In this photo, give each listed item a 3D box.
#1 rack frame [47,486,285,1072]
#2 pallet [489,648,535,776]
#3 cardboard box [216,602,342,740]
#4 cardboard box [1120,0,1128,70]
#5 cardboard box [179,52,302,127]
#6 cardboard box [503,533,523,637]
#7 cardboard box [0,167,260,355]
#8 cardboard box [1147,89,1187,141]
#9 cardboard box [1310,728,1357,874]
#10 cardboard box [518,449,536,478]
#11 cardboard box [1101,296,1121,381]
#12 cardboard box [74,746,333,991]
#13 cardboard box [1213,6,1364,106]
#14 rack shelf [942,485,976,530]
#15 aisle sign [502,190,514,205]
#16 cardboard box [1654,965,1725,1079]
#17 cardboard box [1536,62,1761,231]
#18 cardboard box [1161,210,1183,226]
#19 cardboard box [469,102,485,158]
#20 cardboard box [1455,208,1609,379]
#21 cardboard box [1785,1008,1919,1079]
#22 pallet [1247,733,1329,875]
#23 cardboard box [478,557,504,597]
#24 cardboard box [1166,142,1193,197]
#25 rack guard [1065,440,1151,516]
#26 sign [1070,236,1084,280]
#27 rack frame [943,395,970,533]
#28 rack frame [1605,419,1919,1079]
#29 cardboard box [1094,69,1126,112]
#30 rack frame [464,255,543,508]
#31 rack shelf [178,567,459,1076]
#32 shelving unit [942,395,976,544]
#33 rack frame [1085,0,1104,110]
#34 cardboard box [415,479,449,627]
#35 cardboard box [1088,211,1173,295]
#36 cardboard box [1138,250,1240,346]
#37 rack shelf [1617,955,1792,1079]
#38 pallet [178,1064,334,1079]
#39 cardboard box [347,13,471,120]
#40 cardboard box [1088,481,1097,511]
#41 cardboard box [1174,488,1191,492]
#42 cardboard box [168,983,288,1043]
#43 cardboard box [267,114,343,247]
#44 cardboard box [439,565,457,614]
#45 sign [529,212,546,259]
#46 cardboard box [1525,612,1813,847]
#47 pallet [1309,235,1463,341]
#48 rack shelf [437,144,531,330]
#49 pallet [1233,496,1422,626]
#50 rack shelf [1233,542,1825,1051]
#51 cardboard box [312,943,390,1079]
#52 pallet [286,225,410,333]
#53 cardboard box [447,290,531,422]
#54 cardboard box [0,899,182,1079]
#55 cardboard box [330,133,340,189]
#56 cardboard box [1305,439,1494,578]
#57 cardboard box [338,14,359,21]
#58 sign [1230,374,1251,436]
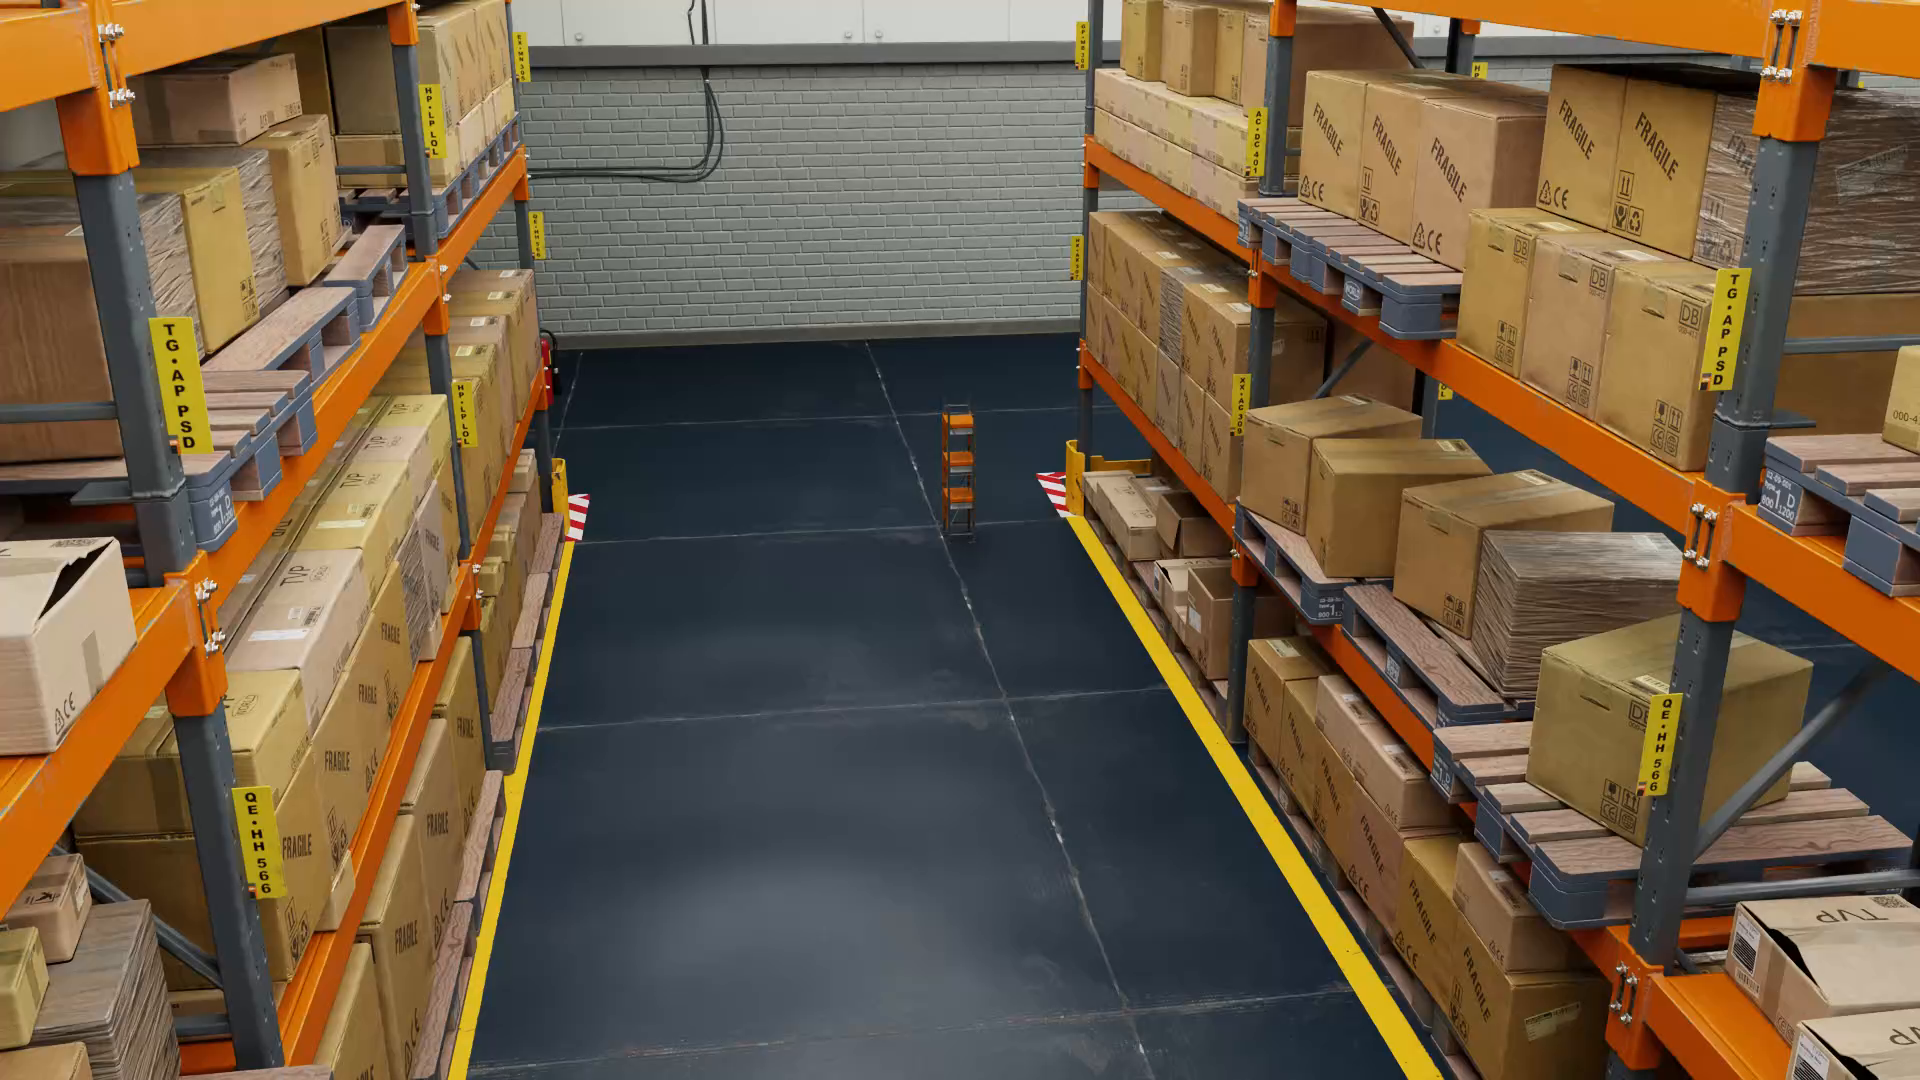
[{"bbox_3d":[-2.345,1.319,4.398,1.000,3.000,0.127,-3,21,-8],"label":"rack frame"},{"bbox_3d":[-2.954,0.973,9.309,1.003,0.211,1.213,-3,21,-8],"label":"pallet"},{"bbox_3d":[-2.233,0.416,5.147,0.500,0.250,0.500,-3,21,-9],"label":"cardboard box"},{"bbox_3d":[1.494,-3.445,11.295,0.700,0.500,0.500,-3,21,-8],"label":"cardboard box"},{"bbox_3d":[-2.924,-1.764,6.522,0.500,0.250,0.500,-1,21,-4],"label":"cardboard box"},{"bbox_3d":[-3.069,0.292,10.119,0.700,0.500,0.500,-2,21,-6],"label":"cardboard box"},{"bbox_3d":[-2.667,-0.877,5.219,0.700,0.500,0.500,-2,21,-5],"label":"cardboard box"},{"bbox_3d":[1.431,-2.561,9.998,0.500,0.250,0.500,-3,21,-8],"label":"cardboard box"},{"bbox_3d":[1.961,1.185,7.700,0.500,0.500,0.500,-3,21,-7],"label":"cardboard box"},{"bbox_3d":[-3.099,-0.508,11.334,0.380,0.149,0.250,-3,21,-8],"label":"cardboard box"},{"bbox_3d":[1.286,-1.404,11.544,0.500,0.500,0.500,-3,21,-8],"label":"cardboard box"},{"bbox_3d":[-2.162,0.942,4.810,0.500,0.500,0.500,-2,21,-6],"label":"cardboard box"},{"bbox_3d":[1.862,-2.757,9.452,0.700,0.500,0.500,-3,21,-8],"label":"cardboard box"},{"bbox_3d":[-0.008,-0.240,12.183,0.215,0.259,0.240,-3,21,-8],"label":"rack shelf"},{"bbox_3d":[-3.211,-2.709,11.466,0.394,0.787,0.004,-3,21,-8],"label":"aisle sign"},{"bbox_3d":[2.774,1.861,5.891,0.500,0.500,0.500,-2,21,-5],"label":"cardboard box"},{"bbox_3d":[2.353,-1.357,5.704,0.500,0.500,0.500,-3,21,-8],"label":"cardboard box"},{"bbox_3d":[1.740,-2.077,11.918,0.500,0.500,0.500,-3,21,-8],"label":"cardboard box"},{"bbox_3d":[-2.901,-2.251,9.141,0.500,0.250,0.500,-3,21,-9],"label":"cardboard box"},{"bbox_3d":[2.312,-0.890,5.882,0.910,0.500,0.500,-3,21,-8],"label":"cardboard box"},{"bbox_3d":[2.494,1.429,4.230,0.500,0.311,0.500,-3,21,-8],"label":"cardboard box"},{"bbox_3d":[2.135,1.269,8.517,1.003,0.211,1.213,-3,21,-8],"label":"pallet"},{"bbox_3d":[-2.797,0.213,9.405,0.380,0.149,0.250,-2,21,-6],"label":"cardboard box"},{"bbox_3d":[1.505,-2.153,9.622,0.500,0.250,0.500,-3,21,-8],"label":"cardboard box"},{"bbox_3d":[1.414,-0.505,12.853,1.175,0.500,0.348,-3,21,-8],"label":"rack guard"},{"bbox_3d":[0.866,-2.080,12.261,0.100,0.325,0.005,-3,21,-8],"label":"sign"},{"bbox_3d":[-0.025,-0.553,12.195,0.200,1.050,0.008,-3,21,-8],"label":"rack frame"},{"bbox_3d":[2.557,1.068,5.070,1.000,3.000,0.127,-3,21,-8],"label":"rack frame"},{"bbox_3d":[1.220,-3.080,11.389,0.500,0.250,0.500,-3,21,-8],"label":"cardboard box"},{"bbox_3d":[-3.495,-1.451,11.814,0.949,2.616,0.053,-3,21,-8],"label":"rack frame"},{"bbox_3d":[-2.633,0.872,6.343,0.919,0.124,3.809,-3,21,-8],"label":"rack shelf"},{"bbox_3d":[-0.008,-0.510,12.082,0.215,1.050,0.252,-3,21,-8],"label":"shelving unit"},{"bbox_3d":[1.403,-4.512,11.436,1.000,3.000,0.127,-3,21,-8],"label":"rack frame"},{"bbox_3d":[-2.522,0.062,7.167,0.500,0.500,0.500,-3,21,-7],"label":"cardboard box"},{"bbox_3d":[1.206,-2.050,11.847,0.500,0.500,0.500,-2,21,-6],"label":"cardboard box"},{"bbox_3d":[1.431,-1.520,10.428,0.500,0.500,0.500,-3,21,-8],"label":"cardboard box"},{"bbox_3d":[2.845,2.097,3.342,1.077,0.370,4.000,-3,21,-8],"label":"rack shelf"},{"bbox_3d":[-2.137,1.650,3.785,1.213,0.211,1.003,-3,21,-8],"label":"pallet"},{"bbox_3d":[-2.827,-2.434,8.559,0.500,0.500,0.500,-3,21,-9],"label":"cardboard box"},{"bbox_3d":[1.160,-0.332,12.239,0.380,0.166,0.250,-3,21,-8],"label":"cardboard box"},{"bbox_3d":[1.695,-0.260,12.047,0.380,0.166,0.250,-3,21,-8],"label":"cardboard box"},{"bbox_3d":[-2.163,1.302,4.775,0.380,0.149,0.250,-3,21,-9],"label":"cardboard box"},{"bbox_3d":[-2.903,-1.414,6.656,0.700,0.500,0.500,-4,21,-11],"label":"cardboard box"},{"bbox_3d":[-2.533,0.231,7.640,0.380,0.149,0.250,-3,21,-7],"label":"cardboard box"},{"bbox_3d":[-2.959,-2.127,11.630,0.100,0.325,0.005,-3,21,-8],"label":"sign"},{"bbox_3d":[2.354,0.612,5.548,0.700,0.500,0.500,-10,23,-26],"label":"cardboard box"},{"bbox_3d":[2.157,-1.046,6.711,1.213,0.211,1.003,-3,21,-8],"label":"pallet"},{"bbox_3d":[-3.210,-1.827,9.561,1.077,0.370,4.000,-3,21,-8],"label":"rack shelf"},{"bbox_3d":[1.987,0.055,8.056,1.003,0.211,1.213,-3,21,-8],"label":"pallet"},{"bbox_3d":[2.268,0.712,7.050,1.077,0.370,4.000,-3,21,-8],"label":"rack shelf"},{"bbox_3d":[-2.321,1.868,5.400,0.750,0.750,0.750,-3,21,-8],"label":"cardboard box"},{"bbox_3d":[-2.740,-1.067,6.771,0.805,0.209,1.217,-4,21,-10],"label":"pallet"},{"bbox_3d":[-3.299,-1.164,10.617,0.980,0.700,0.700,-3,21,-8],"label":"cardboard box"},{"bbox_3d":[-2.267,1.228,3.869,0.700,0.500,0.500,-5,21,-14],"label":"cardboard box"},{"bbox_3d":[-3.252,-1.870,8.119,0.500,0.250,0.500,-3,21,-7],"label":"cardboard box"},{"bbox_3d":[1.989,-0.151,7.589,0.700,0.500,0.500,0,20,1],"label":"cardboard box"},{"bbox_3d":[-3.328,-2.405,8.480,0.500,0.500,0.500,-4,21,-10],"label":"cardboard box"},{"bbox_3d":[1.444,-0.693,8.546,0.100,0.325,0.005,-3,21,-8],"label":"sign"}]
